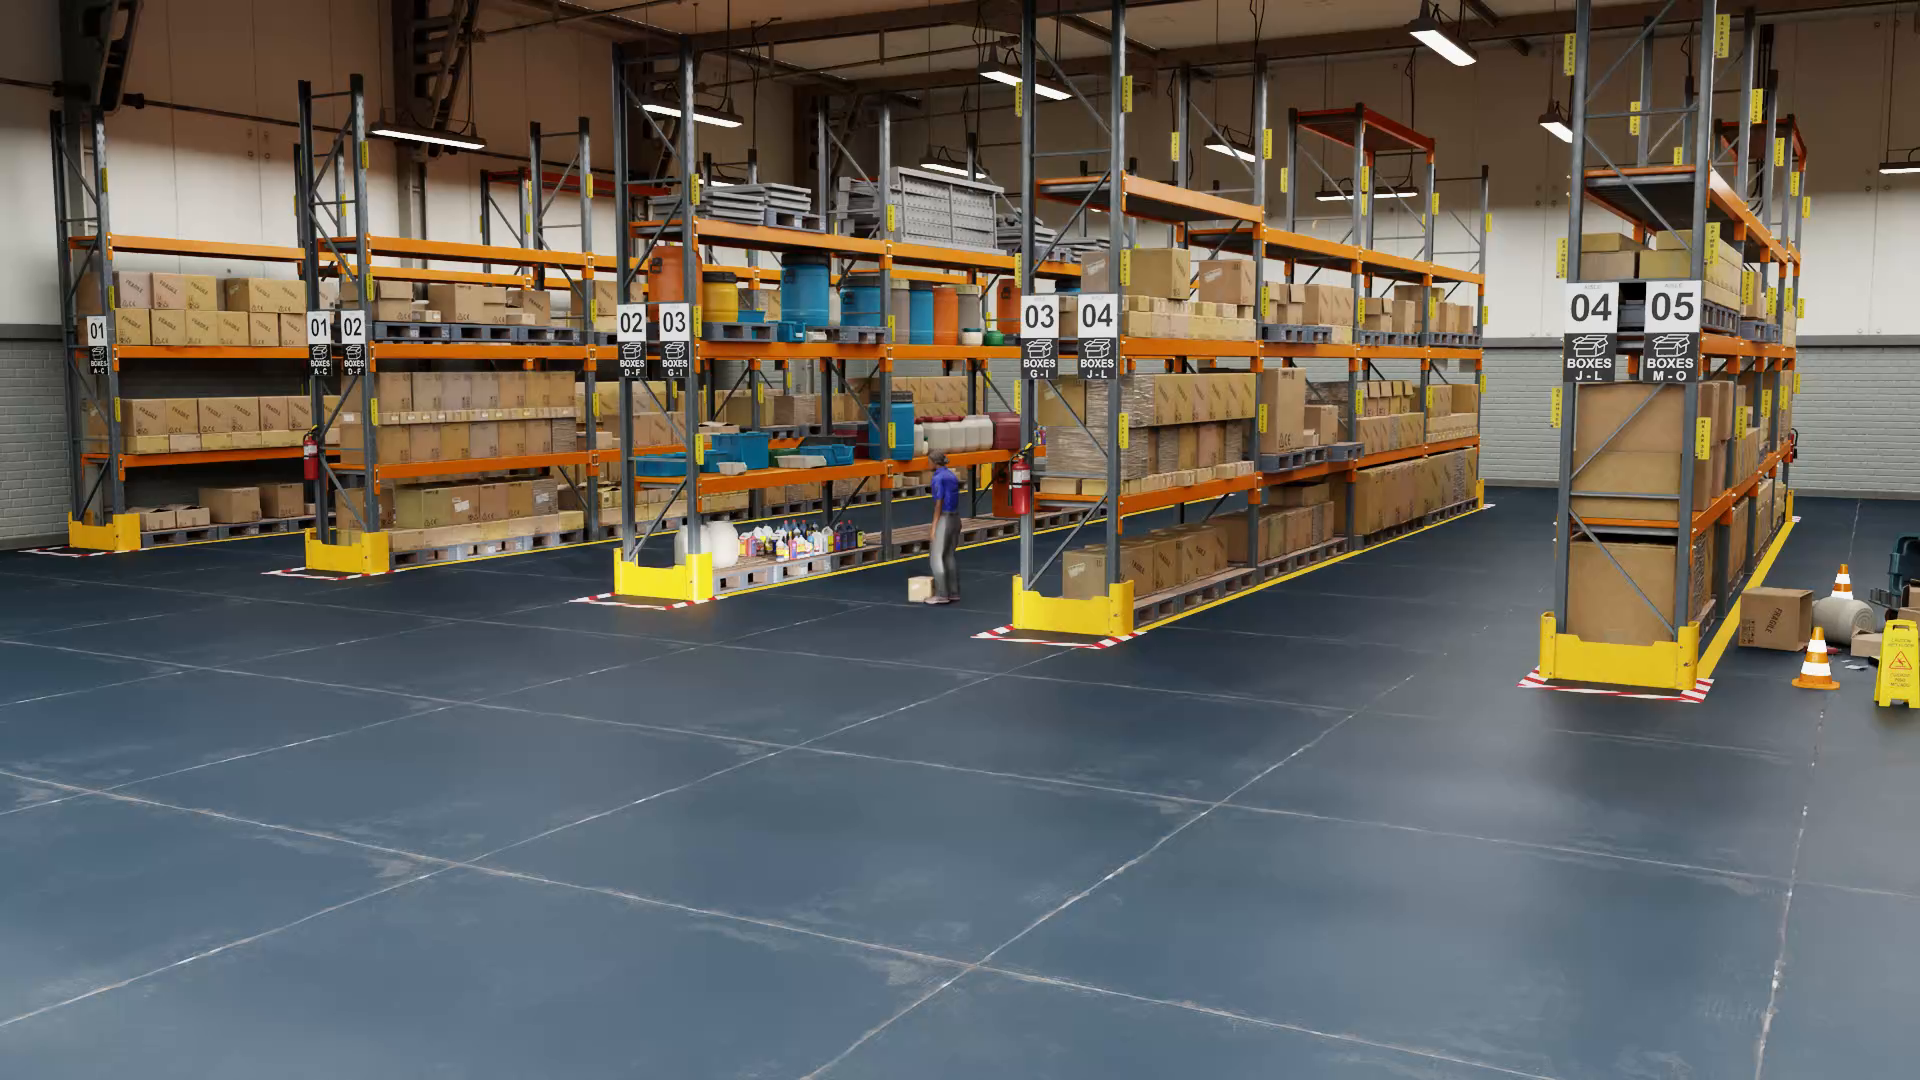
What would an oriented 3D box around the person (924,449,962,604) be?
[{"bbox_3d":[-0.175,-0.153,17.844,0.348,1.653,0.512,3,7,26],"label":"person"}]
